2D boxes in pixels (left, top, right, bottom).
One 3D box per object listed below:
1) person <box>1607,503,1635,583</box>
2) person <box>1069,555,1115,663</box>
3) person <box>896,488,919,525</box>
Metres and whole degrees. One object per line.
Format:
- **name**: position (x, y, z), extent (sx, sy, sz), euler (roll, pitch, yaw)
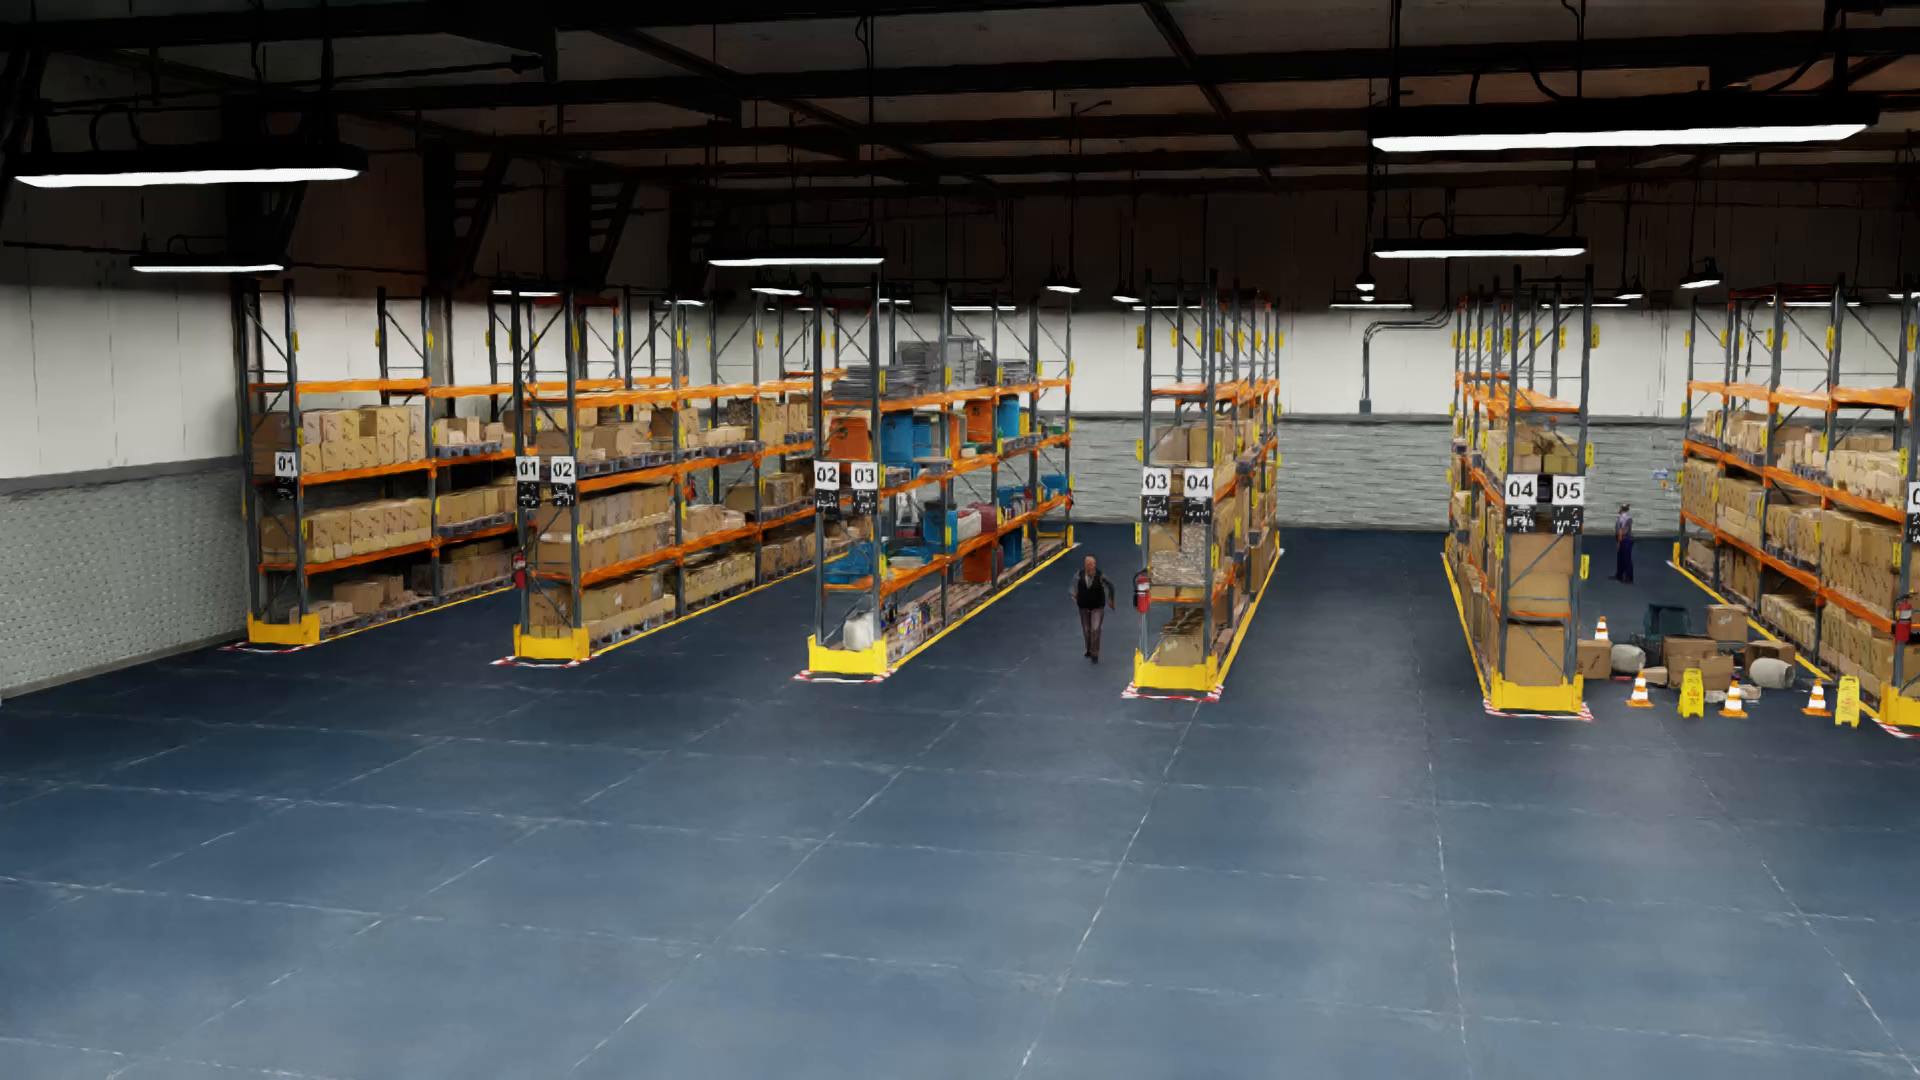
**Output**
- **person**: position (13.765, 0.038, 34.553), extent (0.567, 1.638, 0.617), euler (4, 8, 32)
- **person**: position (2.059, 1.053, 26.123), extent (0.680, 1.658, 0.866), euler (2, 7, 19)
- **person**: position (-1.386, -1.194, 44.226), extent (0.778, 1.768, 0.614), euler (-5, 9, -37)
